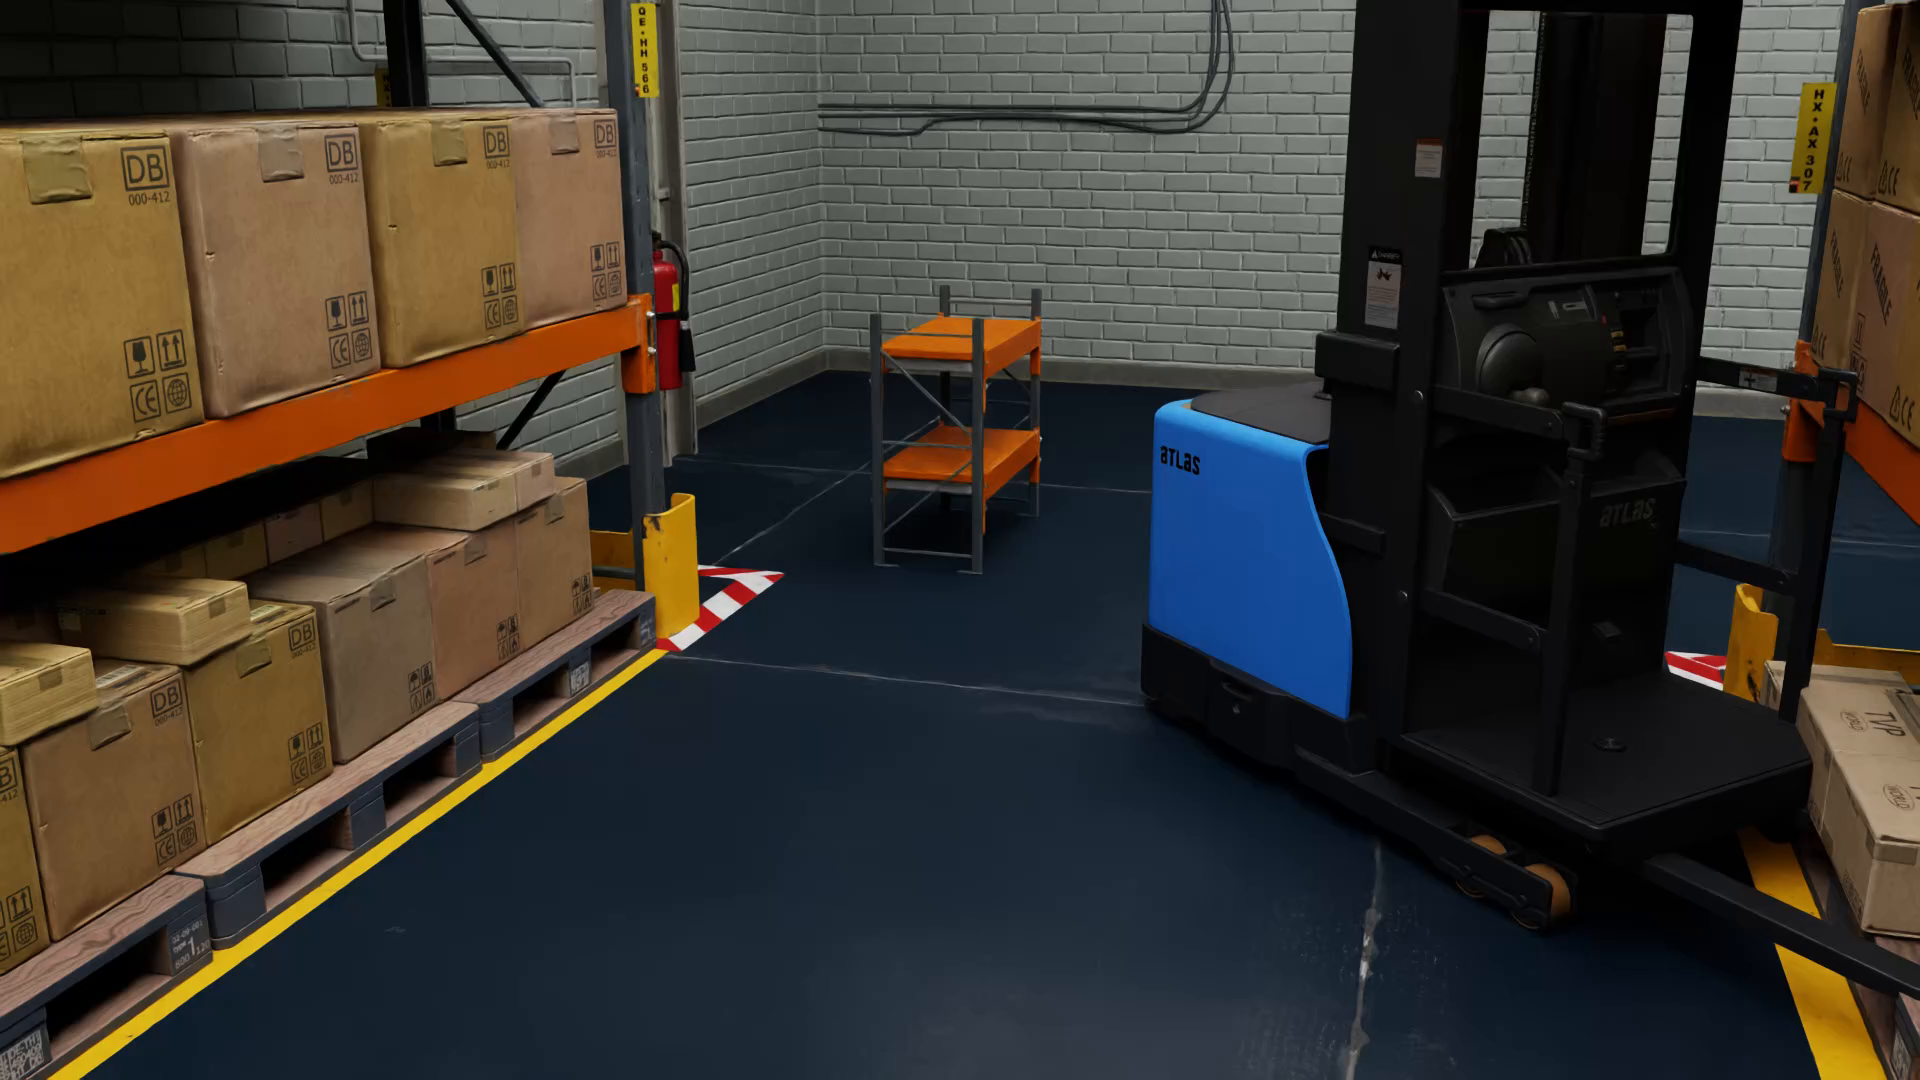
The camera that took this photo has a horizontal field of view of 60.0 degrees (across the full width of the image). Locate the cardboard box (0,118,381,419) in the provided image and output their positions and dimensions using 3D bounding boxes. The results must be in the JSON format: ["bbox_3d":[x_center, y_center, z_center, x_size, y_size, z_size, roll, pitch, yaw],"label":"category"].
[{"bbox_3d":[-2.210,-0.757,4.451,0.980,0.700,0.700,4,16,13],"label":"cardboard box"}]

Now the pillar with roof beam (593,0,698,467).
[{"bbox_3d":[2.413,-4.463,7.072,9.100,9.000,0.400,5,16,16],"label":"pillar with roof beam"}]

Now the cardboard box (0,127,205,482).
[{"bbox_3d":[-2.407,-0.566,3.777,0.980,0.700,0.700,4,16,14],"label":"cardboard box"}]

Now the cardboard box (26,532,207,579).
[{"bbox_3d":[-2.343,0.092,4.629,0.380,0.149,0.250,4,16,15],"label":"cardboard box"}]

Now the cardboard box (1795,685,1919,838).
[{"bbox_3d":[2.529,0.609,4.419,0.500,0.250,0.500,5,16,16],"label":"cardboard box"}]

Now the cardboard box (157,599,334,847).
[{"bbox_3d":[-2.185,0.457,4.532,0.700,0.500,0.500,5,17,17],"label":"cardboard box"}]

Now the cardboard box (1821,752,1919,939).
[{"bbox_3d":[2.387,0.739,3.958,0.500,0.250,0.500,5,16,16],"label":"cardboard box"}]

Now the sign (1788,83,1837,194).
[{"bbox_3d":[2.577,-1.212,5.019,0.100,0.325,0.005,5,16,16],"label":"sign"}]

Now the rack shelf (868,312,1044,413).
[{"bbox_3d":[0.002,-0.825,7.602,0.538,0.278,1.000,5,16,16],"label":"rack shelf"}]

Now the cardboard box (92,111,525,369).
[{"bbox_3d":[-1.984,-0.956,5.152,0.980,0.700,0.700,4,16,15],"label":"cardboard box"}]

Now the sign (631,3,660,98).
[{"bbox_3d":[-1.137,-1.762,5.989,0.100,0.325,0.005,5,16,16],"label":"sign"}]

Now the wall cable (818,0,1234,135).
[{"bbox_3d":[0.297,-3.981,11.065,3.097,2.526,0.112,5,16,16],"label":"wall cable"}]

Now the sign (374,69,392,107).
[{"bbox_3d":[-2.183,-1.636,6.369,0.100,0.325,0.005,5,16,16],"label":"sign"}]

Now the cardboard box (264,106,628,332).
[{"bbox_3d":[-1.788,-1.147,5.826,0.980,0.700,0.700,5,17,18],"label":"cardboard box"}]

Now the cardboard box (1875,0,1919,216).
[{"bbox_3d":[2.577,-1.050,4.018,0.500,0.500,0.500,5,17,16],"label":"cardboard box"}]

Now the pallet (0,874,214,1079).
[{"bbox_3d":[-2.498,1.058,3.711,1.003,0.211,1.213,5,16,16],"label":"pallet"}]

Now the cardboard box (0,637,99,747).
[{"bbox_3d":[-2.206,0.335,3.774,0.380,0.149,0.250,5,17,18],"label":"cardboard box"}]

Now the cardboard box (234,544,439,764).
[{"bbox_3d":[-2.040,0.317,5.025,0.700,0.500,0.500,4,16,14],"label":"cardboard box"}]

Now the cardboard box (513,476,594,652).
[{"bbox_3d":[-1.756,0.055,5.951,0.700,0.500,0.500,5,16,16],"label":"cardboard box"}]

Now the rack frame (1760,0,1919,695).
[{"bbox_3d":[3.098,-0.754,4.989,1.000,3.000,0.127,5,16,16],"label":"rack frame"}]

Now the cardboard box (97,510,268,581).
[{"bbox_3d":[-2.271,0.026,4.863,0.380,0.149,0.250,5,17,16],"label":"cardboard box"}]

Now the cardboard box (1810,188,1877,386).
[{"bbox_3d":[2.719,-0.706,4.638,0.500,0.500,0.500,5,17,17],"label":"cardboard box"}]

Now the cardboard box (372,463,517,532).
[{"bbox_3d":[-1.690,-0.143,5.458,0.380,0.149,0.250,5,17,17],"label":"cardboard box"}]

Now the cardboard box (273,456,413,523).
[{"bbox_3d":[-2.055,-0.173,5.565,0.380,0.149,0.250,5,16,16],"label":"cardboard box"}]

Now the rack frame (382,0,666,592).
[{"bbox_3d":[-1.653,-1.137,6.340,1.000,3.000,0.127,5,16,16],"label":"rack frame"}]

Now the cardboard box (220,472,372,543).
[{"bbox_3d":[-2.127,-0.108,5.334,0.380,0.149,0.250,5,17,16],"label":"cardboard box"}]

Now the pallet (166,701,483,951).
[{"bbox_3d":[-2.154,0.738,4.840,1.003,0.211,1.213,5,16,16],"label":"pallet"}]

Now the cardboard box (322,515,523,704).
[{"bbox_3d":[-1.898,0.186,5.489,0.700,0.500,0.500,5,16,16],"label":"cardboard box"}]

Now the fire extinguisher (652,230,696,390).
[{"bbox_3d":[-1.168,-0.924,6.415,0.296,0.674,0.183,5,16,16],"label":"fire extinguisher"}]

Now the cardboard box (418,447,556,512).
[{"bbox_3d":[-1.618,-0.210,5.694,0.380,0.149,0.250,4,16,15],"label":"cardboard box"}]

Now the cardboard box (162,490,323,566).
[{"bbox_3d":[-2.198,-0.041,5.099,0.380,0.149,0.250,5,17,17],"label":"cardboard box"}]

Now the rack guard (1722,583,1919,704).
[{"bbox_3d":[3.076,0.469,5.260,1.175,0.500,0.348,5,16,16],"label":"rack guard"}]

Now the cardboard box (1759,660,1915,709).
[{"bbox_3d":[2.649,0.489,5.026,0.380,0.149,0.250,5,16,16],"label":"cardboard box"}]

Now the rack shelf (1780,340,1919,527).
[{"bbox_3d":[2.529,0.116,3.243,1.077,0.370,4.000,5,16,16],"label":"rack shelf"}]

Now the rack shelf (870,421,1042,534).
[{"bbox_3d":[0.002,-0.308,7.749,0.538,0.278,1.000,5,16,16],"label":"rack shelf"}]

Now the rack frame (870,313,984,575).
[{"bbox_3d":[-0.143,-0.410,7.213,0.500,1.125,0.032,5,16,16],"label":"rack frame"}]

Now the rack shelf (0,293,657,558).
[{"bbox_3d":[-2.221,-0.267,4.594,1.077,0.370,4.000,5,16,16],"label":"rack shelf"}]

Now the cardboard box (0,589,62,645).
[{"bbox_3d":[-2.488,0.226,4.158,0.380,0.149,0.250,4,16,14],"label":"cardboard box"}]

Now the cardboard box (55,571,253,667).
[{"bbox_3d":[-2.058,0.198,4.255,0.380,0.149,0.250,4,16,14],"label":"cardboard box"}]

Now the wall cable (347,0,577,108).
[{"bbox_3d":[-2.196,-2.034,7.641,0.084,1.984,1.851,5,16,16],"label":"wall cable"}]

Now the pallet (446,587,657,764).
[{"bbox_3d":[-1.805,0.420,5.962,1.003,0.211,1.213,5,16,16],"label":"pallet"}]

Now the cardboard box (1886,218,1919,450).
[{"bbox_3d":[2.432,-0.440,3.699,0.500,0.500,0.500,5,16,16],"label":"cardboard box"}]

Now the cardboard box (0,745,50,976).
[{"bbox_3d":[-2.479,0.723,3.596,0.700,0.500,0.500,5,17,17],"label":"cardboard box"}]

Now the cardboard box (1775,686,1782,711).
[{"bbox_3d":[2.578,0.546,4.793,0.380,0.166,0.250,5,16,16],"label":"cardboard box"}]

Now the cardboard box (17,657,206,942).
[{"bbox_3d":[-2.333,0.591,4.059,0.700,0.500,0.500,4,16,15],"label":"cardboard box"}]

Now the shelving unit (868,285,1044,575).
[{"bbox_3d":[0.002,-0.543,7.682,0.538,1.125,1.048,5,16,16],"label":"shelving unit"}]

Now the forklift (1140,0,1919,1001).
[{"bbox_3d":[1.788,-0.548,4.390,1.130,2.935,3.031,-9,18,-28],"label":"forklift"}]

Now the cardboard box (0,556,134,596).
[{"bbox_3d":[-2.416,0.160,4.391,0.380,0.149,0.250,5,17,16],"label":"cardboard box"}]

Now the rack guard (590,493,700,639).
[{"bbox_3d":[-1.646,0.059,6.703,1.175,0.500,0.348,5,16,16],"label":"rack guard"}]

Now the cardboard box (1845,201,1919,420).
[{"bbox_3d":[2.577,-0.571,4.161,0.500,0.500,0.500,4,16,15],"label":"cardboard box"}]

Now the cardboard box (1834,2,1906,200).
[{"bbox_3d":[2.719,-1.187,4.502,0.500,0.500,0.500,5,17,18],"label":"cardboard box"}]

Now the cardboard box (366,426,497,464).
[{"bbox_3d":[-1.912,-0.306,6.032,0.380,0.149,0.250,5,17,16],"label":"cardboard box"}]

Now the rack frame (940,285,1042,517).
[{"bbox_3d":[0.146,-0.676,8.151,0.500,1.125,0.032,5,16,16],"label":"rack frame"}]

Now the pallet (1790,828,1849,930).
[{"bbox_3d":[2.850,0.817,4.564,1.003,0.211,1.213,5,16,16],"label":"pallet"}]

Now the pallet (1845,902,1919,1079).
[{"bbox_3d":[2.502,1.135,3.442,1.003,0.211,1.213,5,16,16],"label":"pallet"}]
